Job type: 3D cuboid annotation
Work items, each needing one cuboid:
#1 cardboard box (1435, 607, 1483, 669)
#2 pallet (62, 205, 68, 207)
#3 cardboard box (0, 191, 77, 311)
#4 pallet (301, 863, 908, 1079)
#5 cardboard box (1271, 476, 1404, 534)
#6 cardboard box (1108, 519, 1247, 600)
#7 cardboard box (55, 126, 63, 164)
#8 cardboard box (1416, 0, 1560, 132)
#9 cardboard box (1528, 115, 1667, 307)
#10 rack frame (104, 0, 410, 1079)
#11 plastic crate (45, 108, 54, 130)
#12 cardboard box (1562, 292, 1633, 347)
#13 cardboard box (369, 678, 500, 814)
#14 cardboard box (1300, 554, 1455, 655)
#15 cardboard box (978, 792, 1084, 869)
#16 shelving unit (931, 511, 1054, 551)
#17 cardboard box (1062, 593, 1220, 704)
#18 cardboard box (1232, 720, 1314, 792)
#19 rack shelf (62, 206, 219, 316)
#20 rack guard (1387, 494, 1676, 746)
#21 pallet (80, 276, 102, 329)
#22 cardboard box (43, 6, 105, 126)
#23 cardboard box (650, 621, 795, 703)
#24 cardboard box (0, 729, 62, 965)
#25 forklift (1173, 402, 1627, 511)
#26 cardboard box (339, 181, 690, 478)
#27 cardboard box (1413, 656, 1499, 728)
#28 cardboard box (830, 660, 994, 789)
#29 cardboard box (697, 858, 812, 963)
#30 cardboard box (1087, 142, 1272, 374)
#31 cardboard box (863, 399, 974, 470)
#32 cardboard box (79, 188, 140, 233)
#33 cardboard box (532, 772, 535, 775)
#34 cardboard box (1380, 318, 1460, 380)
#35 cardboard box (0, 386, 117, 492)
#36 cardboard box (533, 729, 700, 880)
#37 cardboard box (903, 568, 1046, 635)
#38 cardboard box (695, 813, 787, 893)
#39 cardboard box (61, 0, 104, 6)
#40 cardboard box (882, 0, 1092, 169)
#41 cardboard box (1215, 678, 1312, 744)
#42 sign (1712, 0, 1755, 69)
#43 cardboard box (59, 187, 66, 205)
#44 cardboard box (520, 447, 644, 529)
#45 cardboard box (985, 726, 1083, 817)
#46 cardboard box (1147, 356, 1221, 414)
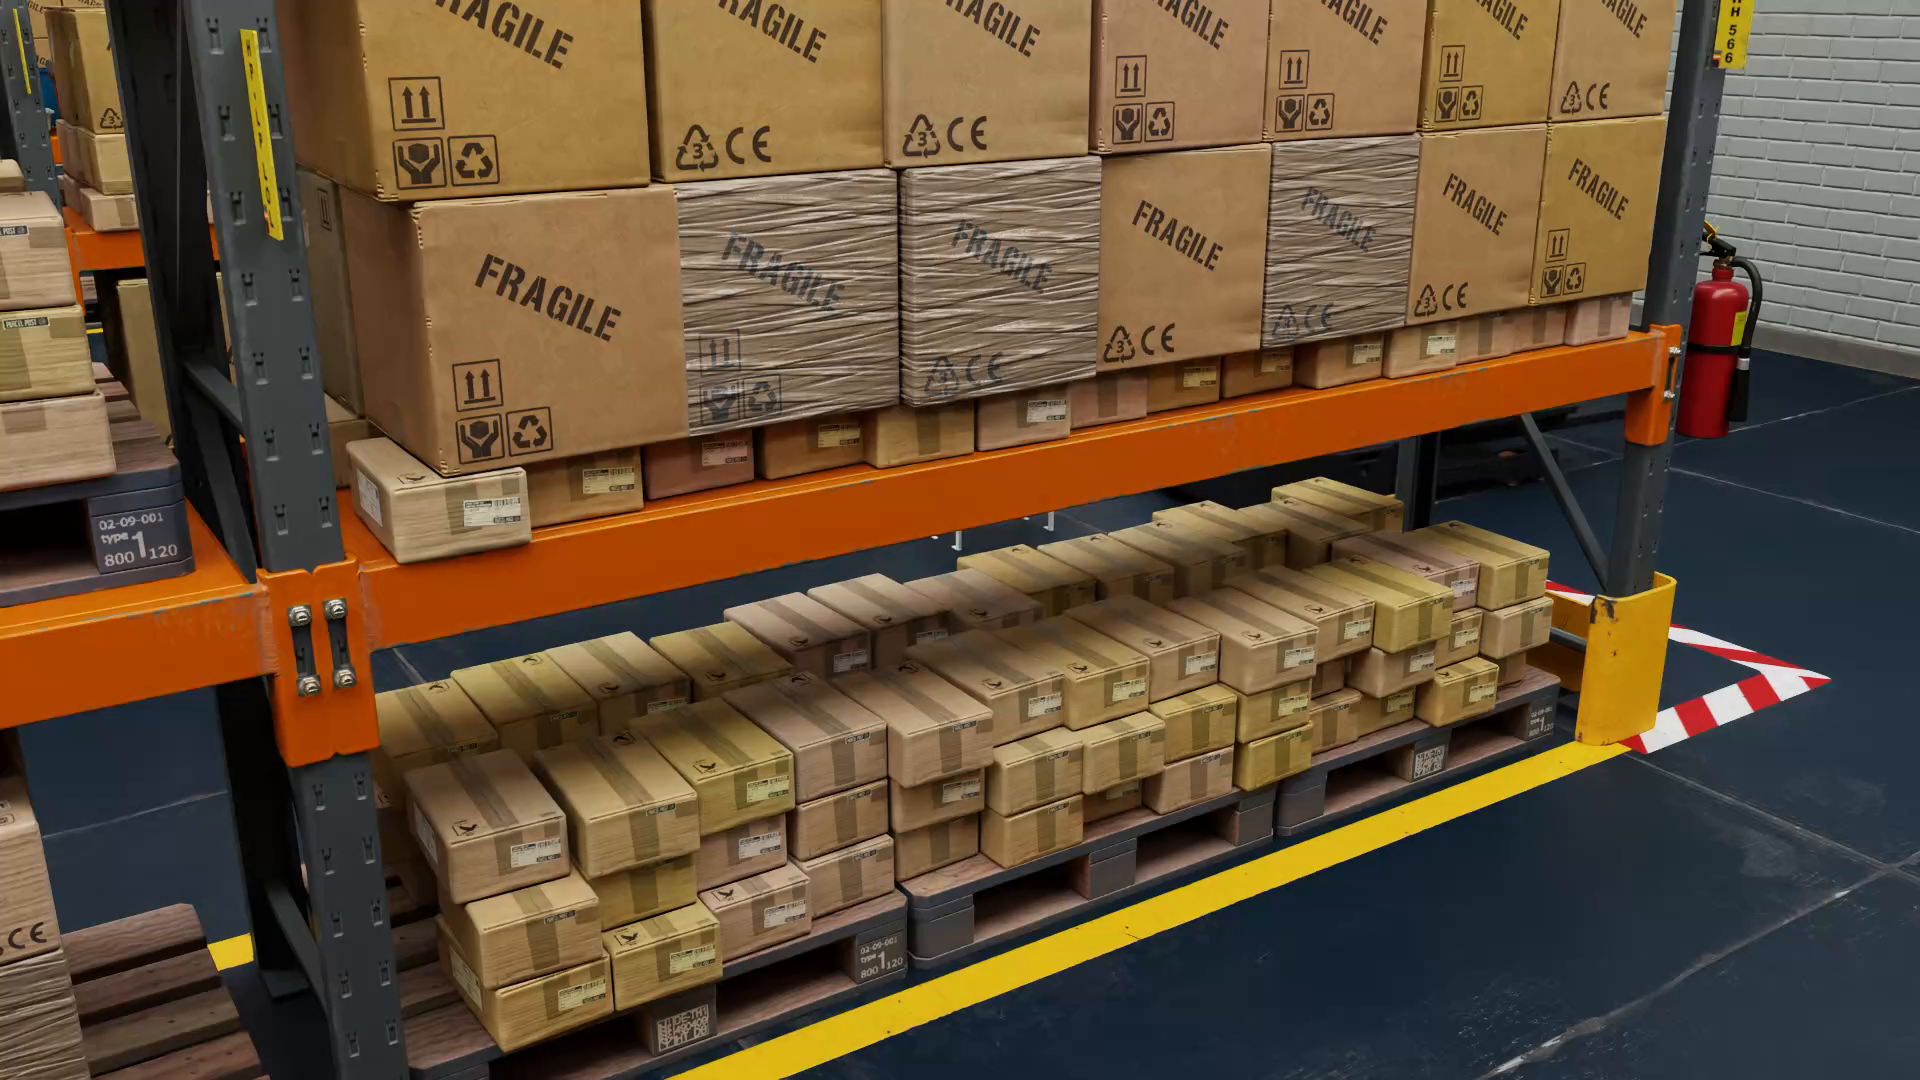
[{"bbox_3d":[1.375,0.256,5.134,0.250,0.149,0.380,-13,22,-33],"label":"cardboard box"},{"bbox_3d":[-8.948,-3.045,15.923,1.213,0.211,1.003,-12,22,-31],"label":"pallet"},{"bbox_3d":[-1.661,-0.490,2.817,0.250,0.149,0.380,-11,21,-29],"label":"cardboard box"},{"bbox_3d":[-0.892,0.942,4.128,1.213,0.211,1.003,-12,22,-31],"label":"pallet"},{"bbox_3d":[1.283,-0.084,5.677,0.250,0.149,0.380,-13,23,-34],"label":"cardboard box"},{"bbox_3d":[0.676,0.072,5.214,0.250,0.149,0.380,-13,23,-34],"label":"cardboard box"},{"bbox_3d":[-10.717,-4.867,20.203,0.500,0.500,0.700,-11,22,-30],"label":"cardboard box"},{"bbox_3d":[1.239,-1.381,4.464,0.500,0.500,0.500,-13,23,-33],"label":"cardboard box"},{"bbox_3d":[1.673,-0.996,4.886,0.500,0.500,0.500,-11,22,-30],"label":"cardboard box"},{"bbox_3d":[-1.434,-0.251,3.303,0.127,3.000,1.000,-12,22,-31],"label":"rack frame"},{"bbox_3d":[-6.334,-2.867,11.361,0.243,0.136,0.396,-12,22,-31],"label":"plastic crate"},{"bbox_3d":[1.790,-0.703,5.034,0.250,0.149,0.380,-12,22,-31],"label":"cardboard box"},{"bbox_3d":[-1.280,0.487,3.988,0.250,0.149,0.380,-11,22,-30],"label":"cardboard box"},{"bbox_3d":[1.217,0.184,4.884,0.250,0.149,0.380,-12,22,-33],"label":"cardboard box"},{"bbox_3d":[0.109,0.683,4.336,0.250,0.149,0.380,-13,22,-33],"label":"cardboard box"},{"bbox_3d":[0.138,-0.598,7.139,0.503,1.200,0.258,-12,22,-31],"label":"shelving unit"},{"bbox_3d":[0.491,0.292,4.566,0.250,0.149,0.380,-13,23,-33],"label":"cardboard box"},{"bbox_3d":[0.778,0.549,4.732,0.250,0.149,0.380,-13,23,-34],"label":"cardboard box"},{"bbox_3d":[-2.407,-1.607,8.437,4.000,0.370,1.077,-12,22,-31],"label":"rack shelf"},{"bbox_3d":[1.844,0.242,5.748,0.348,0.500,1.175,-12,22,-31],"label":"rack guard"},{"bbox_3d":[-6.208,-1.739,12.059,1.213,0.211,1.003,-12,22,-31],"label":"pallet"},{"bbox_3d":[-3.840,-2.173,7.587,0.500,0.500,0.500,-11,22,-30],"label":"cardboard box"},{"bbox_3d":[-0.624,0.360,4.362,0.250,0.149,0.380,-11,22,-30],"label":"cardboard box"},{"bbox_3d":[-1.917,0.578,2.928,0.500,0.250,0.500,-13,22,-33],"label":"cardboard box"},{"bbox_3d":[2.336,-1.787,7.955,3.031,2.935,1.130,-10,21,-26],"label":"forklift"},{"bbox_3d":[-0.881,-0.459,3.298,0.500,0.500,0.500,-12,22,-32],"label":"cardboard box"},{"bbox_3d":[1.423,0.417,5.123,0.250,0.149,0.380,-11,22,-30],"label":"cardboard box"},{"bbox_3d":[-0.122,0.448,4.102,0.250,0.149,0.380,-11,22,-30],"label":"cardboard box"},{"bbox_3d":[-0.551,0.818,3.937,0.250,0.149,0.380,-12,22,-32],"label":"cardboard box"},{"bbox_3d":[0.400,-0.729,4.098,0.500,0.500,0.500,-11,21,-29],"label":"cardboard box"},{"bbox_3d":[-0.171,-0.294,3.822,0.250,0.149,0.380,-11,22,-30],"label":"cardboard box"},{"bbox_3d":[-3.647,-1.439,7.211,0.250,0.149,0.380,-12,22,-31],"label":"cardboard box"},{"bbox_3d":[-1.126,0.568,4.211,0.250,0.149,0.380,-13,23,-34],"label":"cardboard box"},{"bbox_3d":[1.161,-0.570,4.640,0.250,0.149,0.380,-11,22,-30],"label":"cardboard box"},{"bbox_3d":[-1.656,-0.208,2.913,0.250,0.149,0.380,-12,22,-33],"label":"cardboard box"},{"bbox_3d":[-0.769,0.581,3.709,0.250,0.149,0.380,-11,21,-29],"label":"cardboard box"},{"bbox_3d":[0.037,0.223,4.769,0.250,0.149,0.380,-12,22,-31],"label":"cardboard box"},{"bbox_3d":[-0.609,0.660,3.939,0.250,0.149,0.380,-12,22,-32],"label":"cardboard box"},{"bbox_3d":[-8.114,-4.956,15.503,0.500,0.500,0.500,-13,22,-33],"label":"cardboard box"},{"bbox_3d":[-0.060,-1.103,3.642,0.500,0.500,0.500,-11,22,-31],"label":"cardboard box"},{"bbox_3d":[0.765,0.411,4.676,0.250,0.149,0.380,-12,22,-31],"label":"cardboard box"},{"bbox_3d":[2.196,-1.502,4.702,0.005,0.325,0.100,-12,22,-31],"label":"sign"},{"bbox_3d":[-8.922,-3.362,16.270,0.250,0.149,0.380,-12,22,-31],"label":"cardboard box"},{"bbox_3d":[-0.842,-0.160,3.425,0.250,0.149,0.380,-11,22,-30],"label":"cardboard box"},{"bbox_3d":[0.106,0.544,4.283,0.250,0.149,0.380,-12,22,-32],"label":"cardboard box"},{"bbox_3d":[0.453,-0.449,4.281,0.250,0.149,0.380,-11,22,-30],"label":"cardboard box"}]
